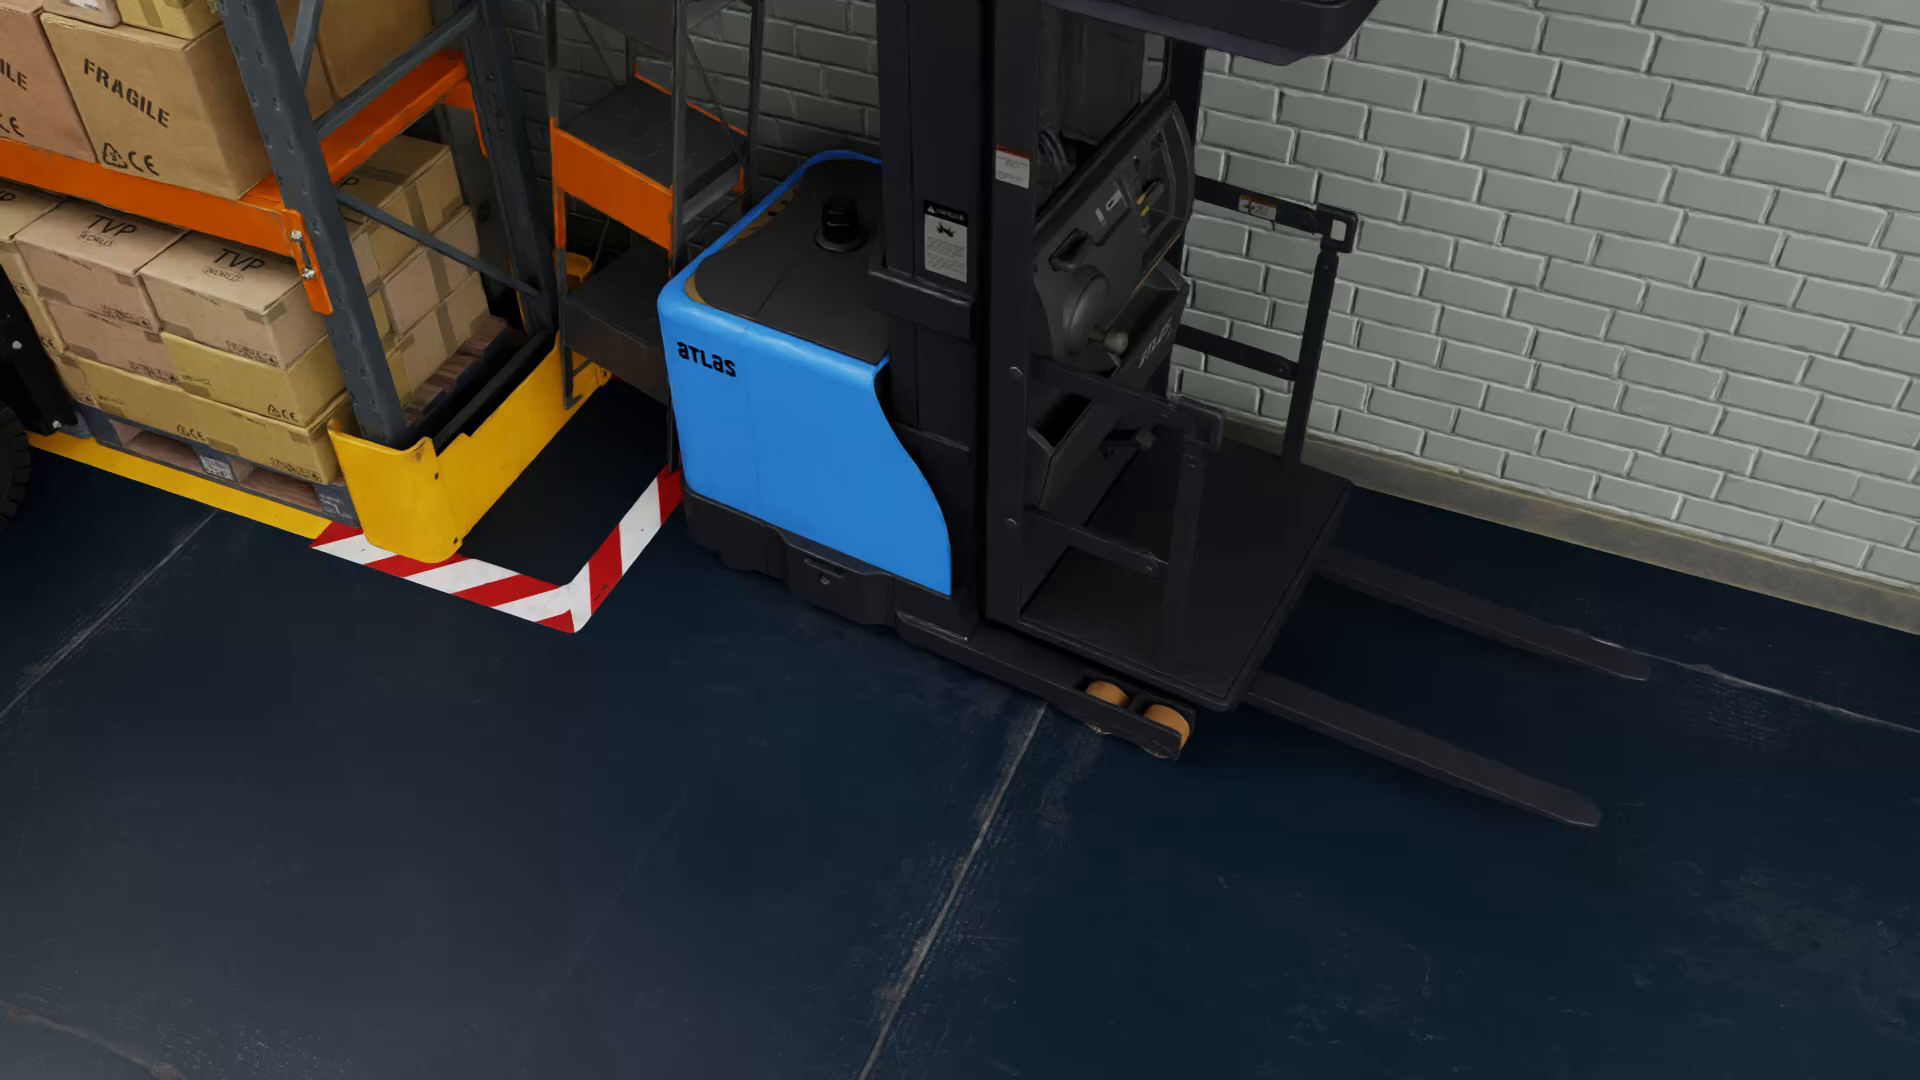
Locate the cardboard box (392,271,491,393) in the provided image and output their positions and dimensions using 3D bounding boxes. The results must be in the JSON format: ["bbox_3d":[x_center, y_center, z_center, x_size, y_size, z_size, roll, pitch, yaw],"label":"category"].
[{"bbox_3d":[-2.099,-0.837,6.116,0.500,0.250,0.500,17,47,16],"label":"cardboard box"}]

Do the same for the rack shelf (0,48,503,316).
[{"bbox_3d":[-3.566,-1.690,5.832,4.000,0.370,1.077,16,47,16],"label":"rack shelf"}]

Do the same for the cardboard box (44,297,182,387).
[{"bbox_3d":[-2.749,-0.826,5.750,0.500,0.250,0.500,16,47,15],"label":"cardboard box"}]

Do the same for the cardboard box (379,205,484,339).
[{"bbox_3d":[-2.074,-1.017,5.942,0.500,0.250,0.500,17,47,17],"label":"cardboard box"}]

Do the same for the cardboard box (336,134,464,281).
[{"bbox_3d":[-2.091,-1.185,5.757,0.500,0.250,0.500,16,47,15],"label":"cardboard box"}]

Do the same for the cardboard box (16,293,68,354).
[{"bbox_3d":[-3.233,-0.952,5.877,0.500,0.250,0.500,15,47,15],"label":"cardboard box"}]

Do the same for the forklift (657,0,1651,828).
[{"bbox_3d":[0.611,-0.806,4.482,3.031,2.935,1.130,21,49,20],"label":"forklift"}]

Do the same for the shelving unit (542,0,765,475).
[{"bbox_3d":[-0.990,-1.144,5.371,0.503,2.100,0.431,31,52,15],"label":"shelving unit"}]

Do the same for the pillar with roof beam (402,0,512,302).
[{"bbox_3d":[-3.674,-1.502,0.880,0.400,9.000,9.100,16,47,16],"label":"pillar with roof beam"}]

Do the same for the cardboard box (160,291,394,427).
[{"bbox_3d":[-2.290,-0.682,5.606,0.500,0.250,0.500,16,47,15],"label":"cardboard box"}]

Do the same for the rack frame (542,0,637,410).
[{"bbox_3d":[-1.193,-1.264,5.433,0.015,2.100,0.400,31,52,15],"label":"rack frame"}]

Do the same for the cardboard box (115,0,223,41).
[{"bbox_3d":[-2.148,-1.579,4.680,0.250,0.149,0.380,17,47,16],"label":"cardboard box"}]

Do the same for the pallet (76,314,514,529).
[{"bbox_3d":[-2.442,-0.594,6.197,1.213,0.211,1.003,16,47,16],"label":"pallet"}]

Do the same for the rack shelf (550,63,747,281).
[{"bbox_3d":[-0.992,-1.136,5.381,0.480,0.518,0.431,31,52,15],"label":"rack shelf"}]

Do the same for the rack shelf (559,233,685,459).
[{"bbox_3d":[-1.092,-0.691,5.913,0.480,0.518,0.431,31,52,15],"label":"rack shelf"}]

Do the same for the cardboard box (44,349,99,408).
[{"bbox_3d":[-3.189,-0.781,6.060,0.500,0.250,0.500,17,47,16],"label":"cardboard box"}]

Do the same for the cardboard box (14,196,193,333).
[{"bbox_3d":[-2.739,-0.988,5.559,0.500,0.250,0.500,17,47,17],"label":"cardboard box"}]

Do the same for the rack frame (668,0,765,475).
[{"bbox_3d":[-0.787,-1.024,5.309,0.015,2.100,0.400,31,52,15],"label":"rack frame"}]

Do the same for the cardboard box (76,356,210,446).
[{"bbox_3d":[-2.731,-0.640,5.918,0.500,0.250,0.500,16,47,16],"label":"cardboard box"}]

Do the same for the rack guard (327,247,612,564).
[{"bbox_3d":[-1.698,-0.510,5.908,0.348,0.500,1.175,16,47,16],"label":"rack guard"}]

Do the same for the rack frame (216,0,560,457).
[{"bbox_3d":[-1.720,-1.402,5.033,0.127,3.000,1.000,16,47,16],"label":"rack frame"}]

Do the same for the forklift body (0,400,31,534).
[{"bbox_3d":[-4.173,-0.429,4.656,1.214,2.155,2.313,16,47,16],"label":"forklift body"}]

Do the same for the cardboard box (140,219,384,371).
[{"bbox_3d":[-2.266,-0.853,5.423,0.500,0.250,0.500,18,48,17],"label":"cardboard box"}]

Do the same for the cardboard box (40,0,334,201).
[{"bbox_3d":[-2.276,-1.400,4.960,0.500,0.500,0.500,15,47,15],"label":"cardboard box"}]

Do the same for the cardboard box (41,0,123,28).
[{"bbox_3d":[-2.396,-1.629,4.730,0.250,0.149,0.380,17,47,16],"label":"cardboard box"}]

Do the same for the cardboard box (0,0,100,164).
[{"bbox_3d":[-2.751,-1.547,5.108,0.500,0.500,0.500,18,48,17],"label":"cardboard box"}]

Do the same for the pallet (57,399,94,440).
[{"bbox_3d":[-3.564,-0.927,6.531,1.213,0.211,1.003,16,47,16],"label":"pallet"}]

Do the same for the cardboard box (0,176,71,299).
[{"bbox_3d":[-3.209,-1.118,5.690,0.500,0.250,0.500,17,47,16],"label":"cardboard box"}]

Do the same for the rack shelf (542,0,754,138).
[{"bbox_3d":[-0.892,-1.580,4.849,0.480,0.518,0.431,31,52,15],"label":"rack shelf"}]

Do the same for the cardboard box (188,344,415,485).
[{"bbox_3d":[-2.276,-0.498,5.776,0.500,0.250,0.500,17,47,16],"label":"cardboard box"}]

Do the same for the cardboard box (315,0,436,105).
[{"bbox_3d":[-2.071,-1.753,5.314,0.500,0.500,0.500,18,48,17],"label":"cardboard box"}]
